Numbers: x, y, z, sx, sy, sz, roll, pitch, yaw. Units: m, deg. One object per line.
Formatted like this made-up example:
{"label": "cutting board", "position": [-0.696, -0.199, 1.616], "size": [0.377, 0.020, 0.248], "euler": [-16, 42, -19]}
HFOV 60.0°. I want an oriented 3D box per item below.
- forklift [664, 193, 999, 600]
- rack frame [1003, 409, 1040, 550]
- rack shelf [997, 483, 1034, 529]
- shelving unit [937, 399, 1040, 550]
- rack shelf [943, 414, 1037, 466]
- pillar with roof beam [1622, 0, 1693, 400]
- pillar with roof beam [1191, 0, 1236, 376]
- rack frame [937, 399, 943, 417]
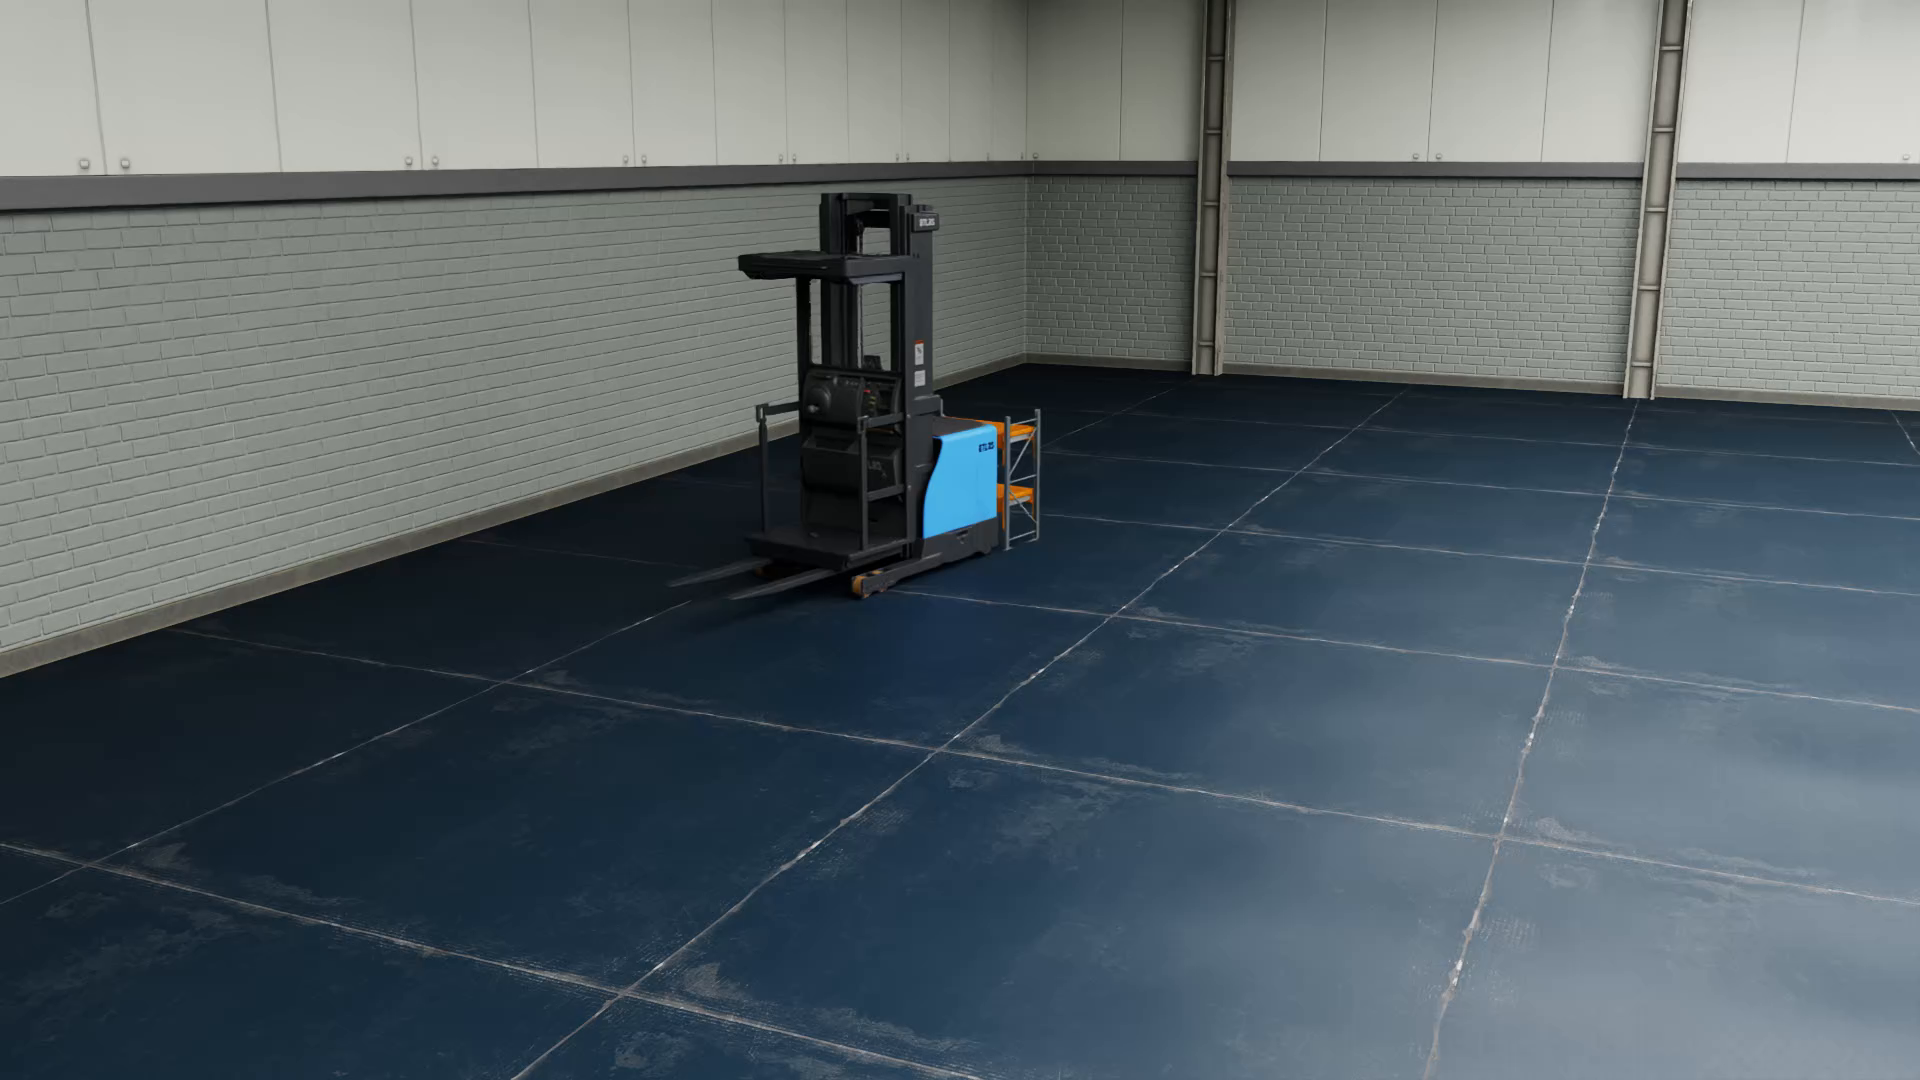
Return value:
{"label": "forklift", "position": [-0.958, -1.121, 12.616], "size": [1.130, 2.935, 3.031], "euler": [10, 16, 35]}
{"label": "rack frame", "position": [0.521, -0.510, 13.966], "size": [0.032, 1.125, 0.500], "euler": [9, 16, 34]}
{"label": "rack shelf", "position": [0.107, -0.339, 14.309], "size": [1.000, 0.278, 0.538], "euler": [9, 16, 34]}
{"label": "shelving unit", "position": [0.107, -0.577, 14.253], "size": [1.048, 1.125, 0.538], "euler": [9, 16, 34]}
{"label": "rack shelf", "position": [0.107, -0.862, 14.186], "size": [1.000, 0.278, 0.538], "euler": [9, 16, 34]}
{"label": "pillar with roof beam", "position": [7.435, -5.413, 17.623], "size": [0.400, 9.000, 9.100], "euler": [6, 14, 23]}
{"label": "pillar with roof beam", "position": [1.949, -5.968, 19.989], "size": [0.400, 9.000, 9.100], "euler": [6, 14, 23]}
{"label": "rack frame", "position": [-0.307, -0.645, 14.540], "size": [0.032, 1.125, 0.500], "euler": [9, 16, 34]}
